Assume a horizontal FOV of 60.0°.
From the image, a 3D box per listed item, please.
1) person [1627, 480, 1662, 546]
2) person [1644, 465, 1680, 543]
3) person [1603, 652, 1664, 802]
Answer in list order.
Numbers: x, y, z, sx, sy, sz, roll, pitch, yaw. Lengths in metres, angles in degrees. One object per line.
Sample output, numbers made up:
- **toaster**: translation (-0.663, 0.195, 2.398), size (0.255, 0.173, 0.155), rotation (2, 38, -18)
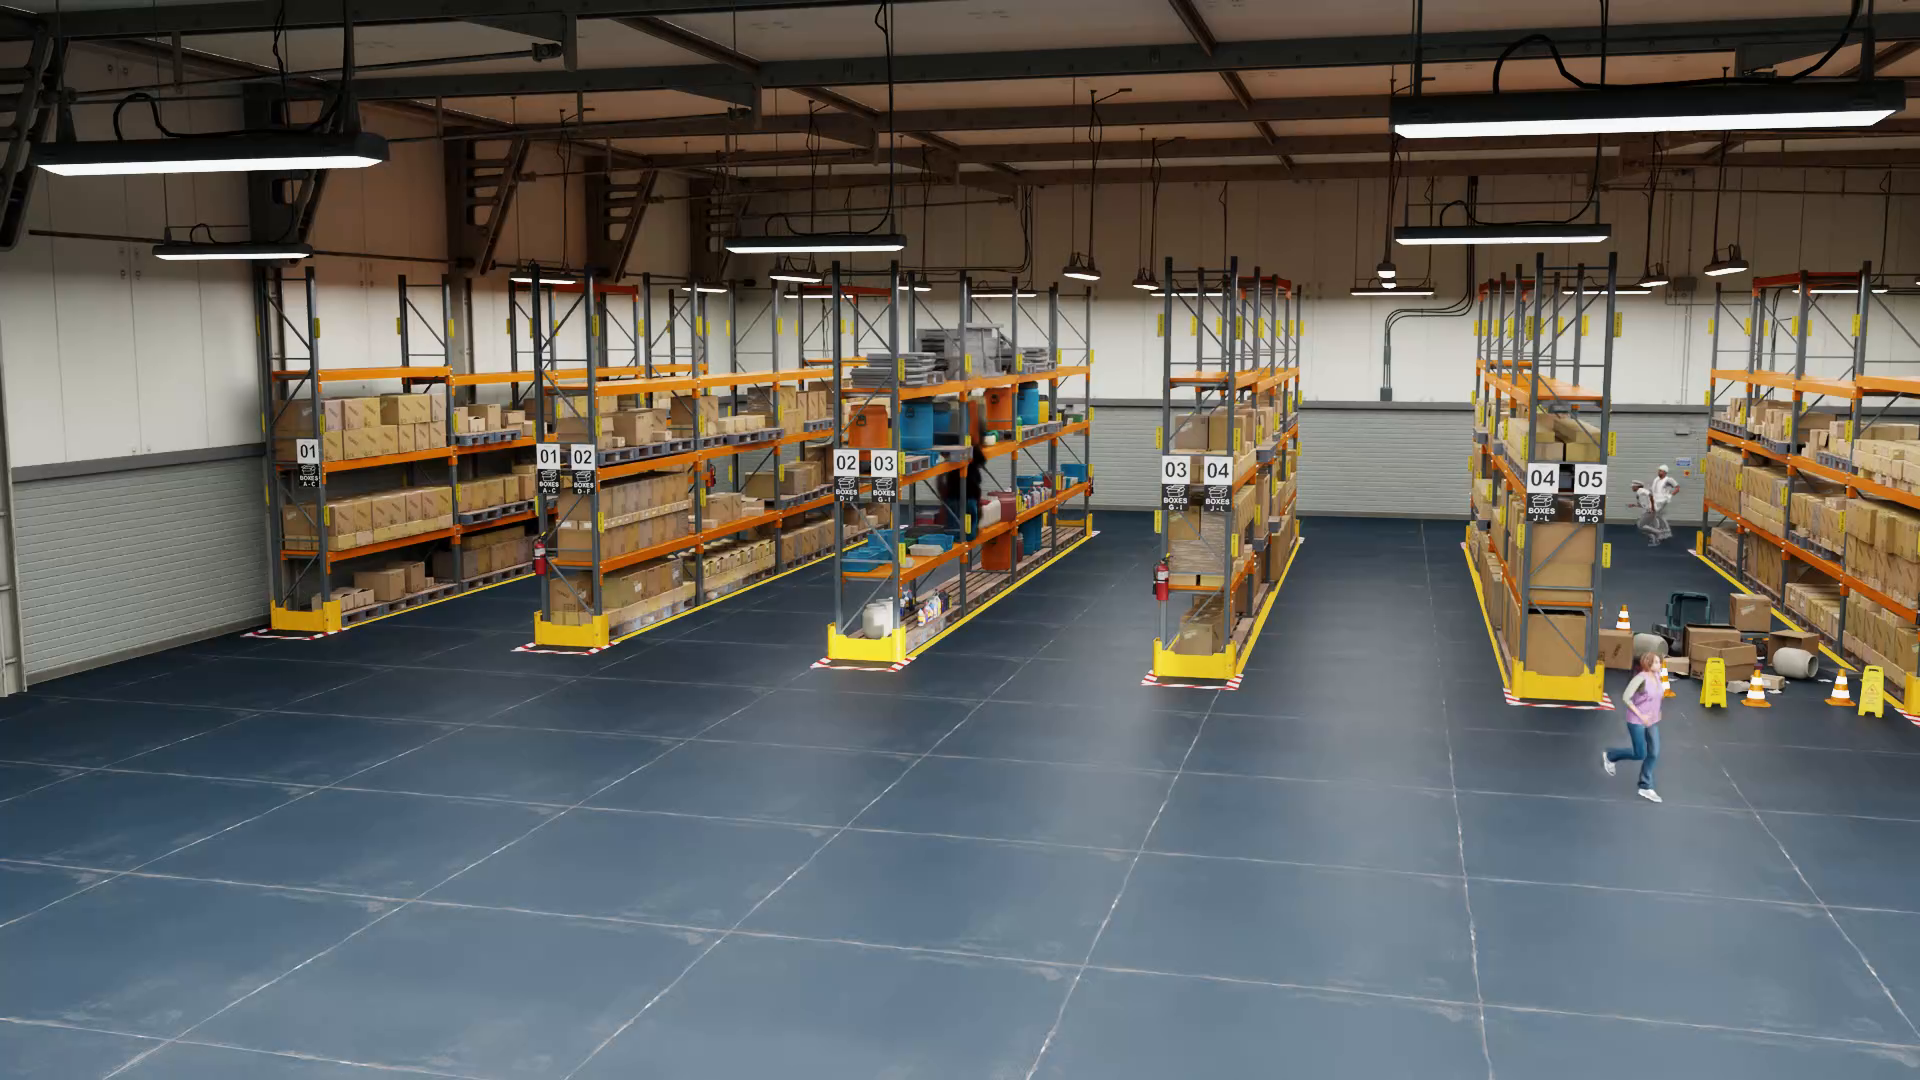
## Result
- **person**: translation (15.816, -0.608, 38.430), size (0.782, 1.526, 0.593), rotation (3, 8, 22)
- **person**: translation (16.492, -0.854, 39.188), size (0.720, 1.835, 0.654), rotation (-1, 7, -5)
- **person**: translation (7.325, 1.974, 17.964), size (0.566, 1.575, 0.745), rotation (-5, 9, -33)
